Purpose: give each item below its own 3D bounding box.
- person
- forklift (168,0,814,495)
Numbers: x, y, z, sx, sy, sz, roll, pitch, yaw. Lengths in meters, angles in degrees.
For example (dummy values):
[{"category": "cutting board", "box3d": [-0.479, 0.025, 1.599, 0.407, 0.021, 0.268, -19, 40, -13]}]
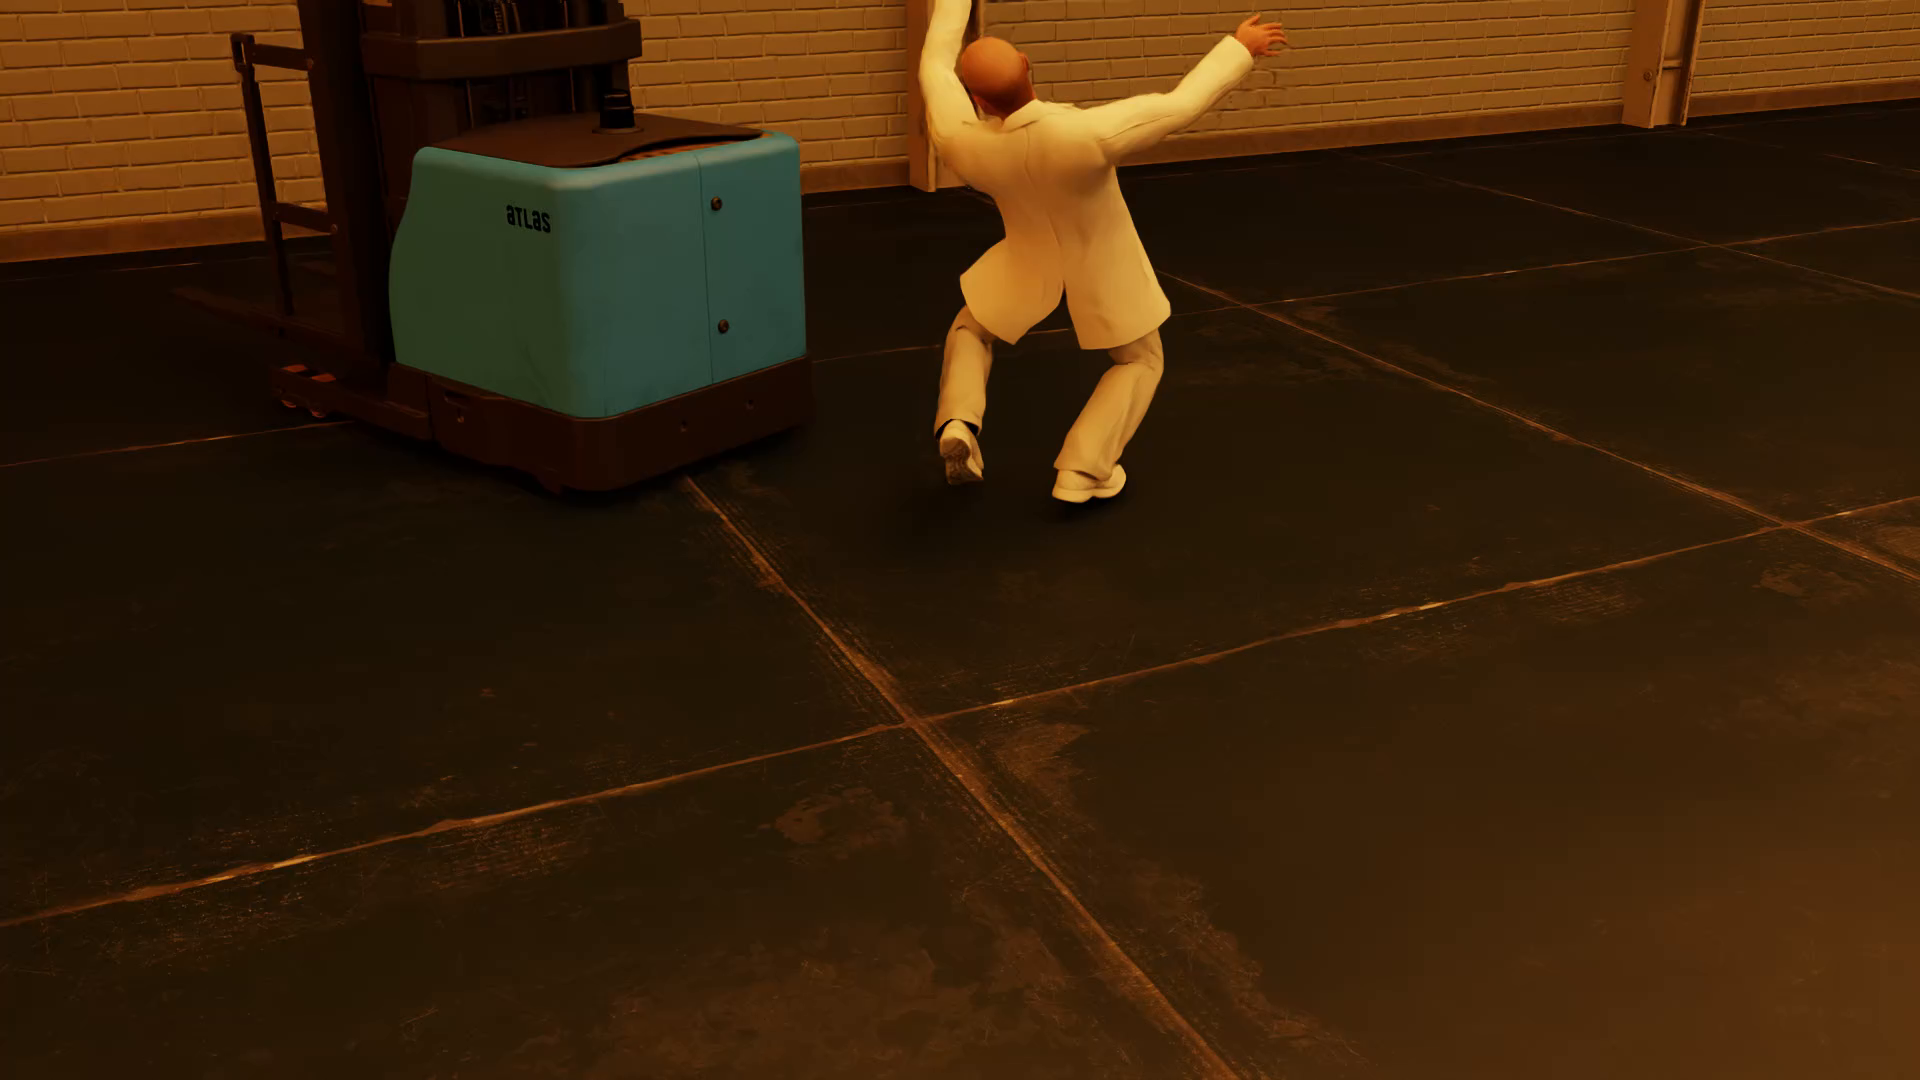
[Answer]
[{"category": "person", "box3d": [0.394, -0.919, 5.094, 1.092, 1.691, 0.721, 5, 23, 12]}, {"category": "forklift", "box3d": [-1.991, -1.945, 5.969, 3.031, 2.935, 1.130, 17, 28, 36]}]
